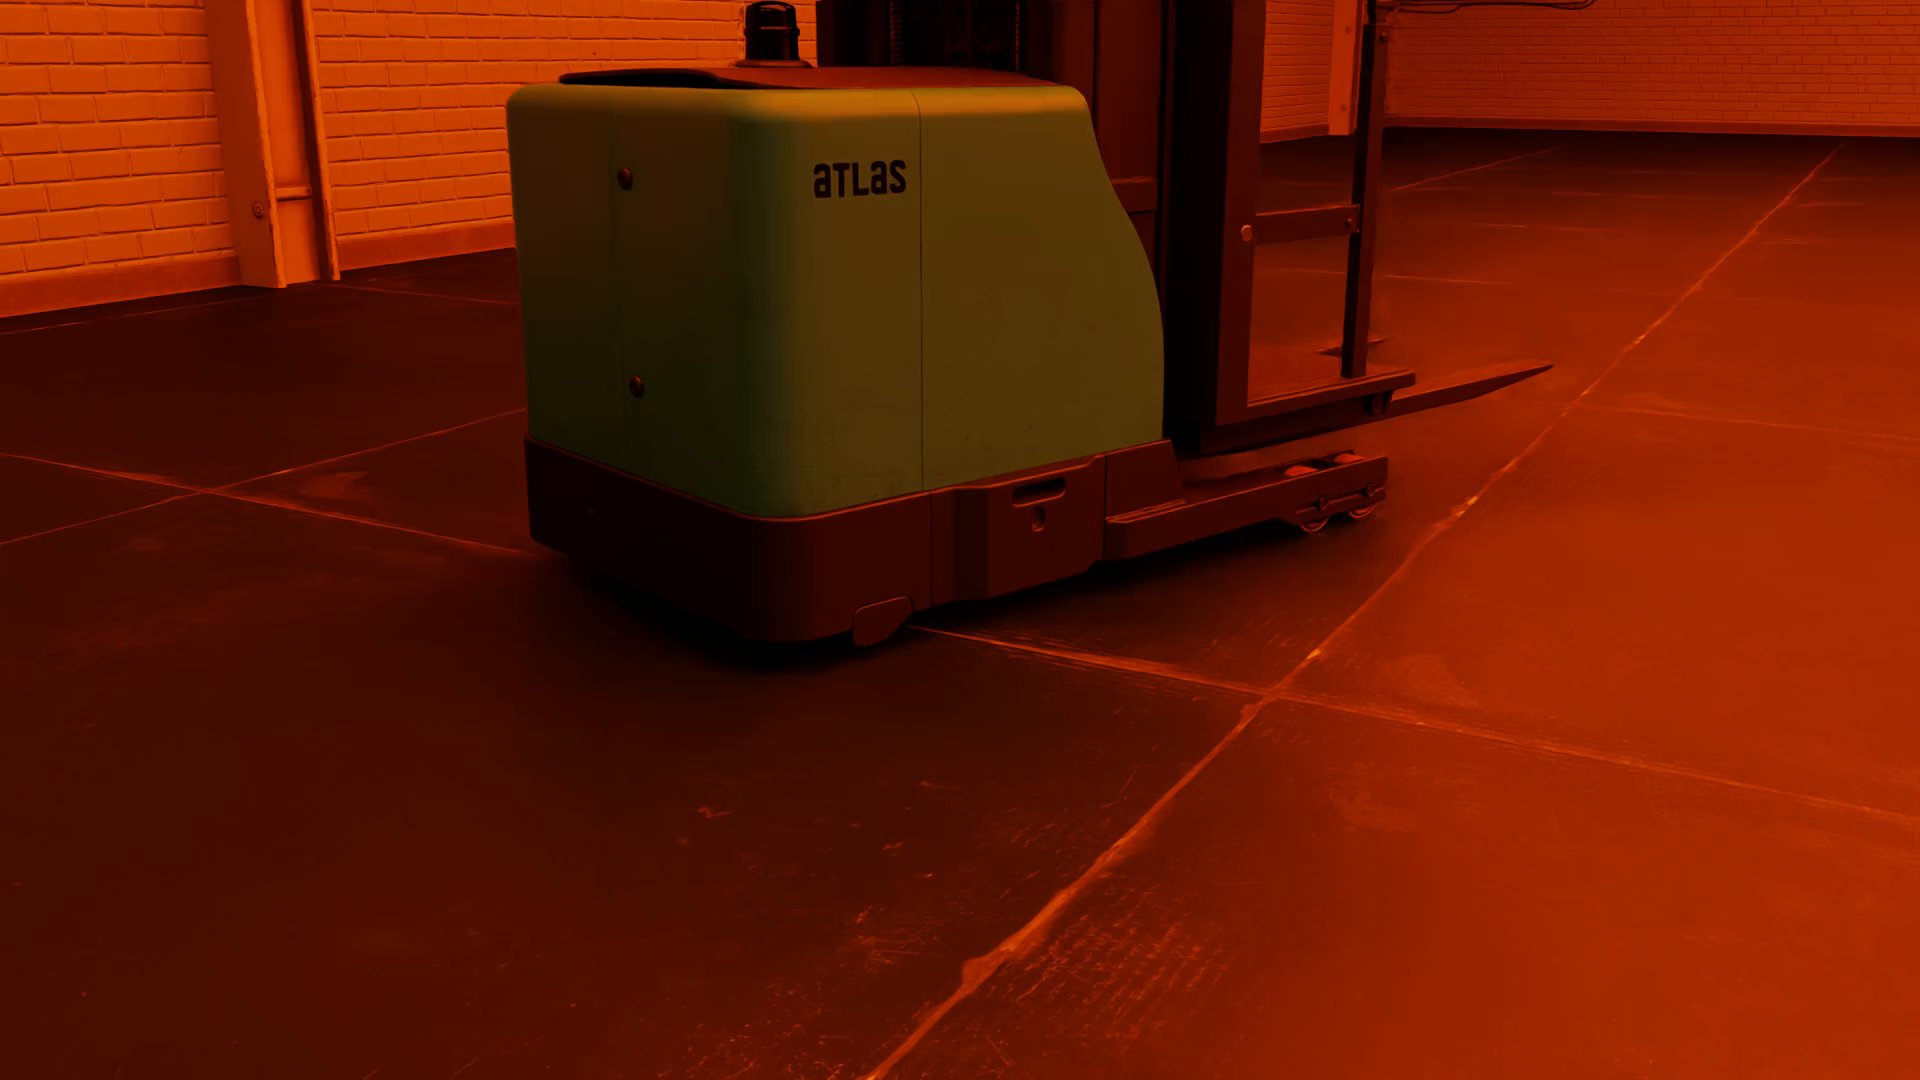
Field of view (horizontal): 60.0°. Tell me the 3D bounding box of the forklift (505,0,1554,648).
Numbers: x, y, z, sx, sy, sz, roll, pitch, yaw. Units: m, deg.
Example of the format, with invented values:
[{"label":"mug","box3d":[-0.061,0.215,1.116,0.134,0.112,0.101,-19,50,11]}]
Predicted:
[{"label":"forklift","box3d":[0.456,-1.523,4.023,3.031,2.935,1.130,-14,21,-39]}]
